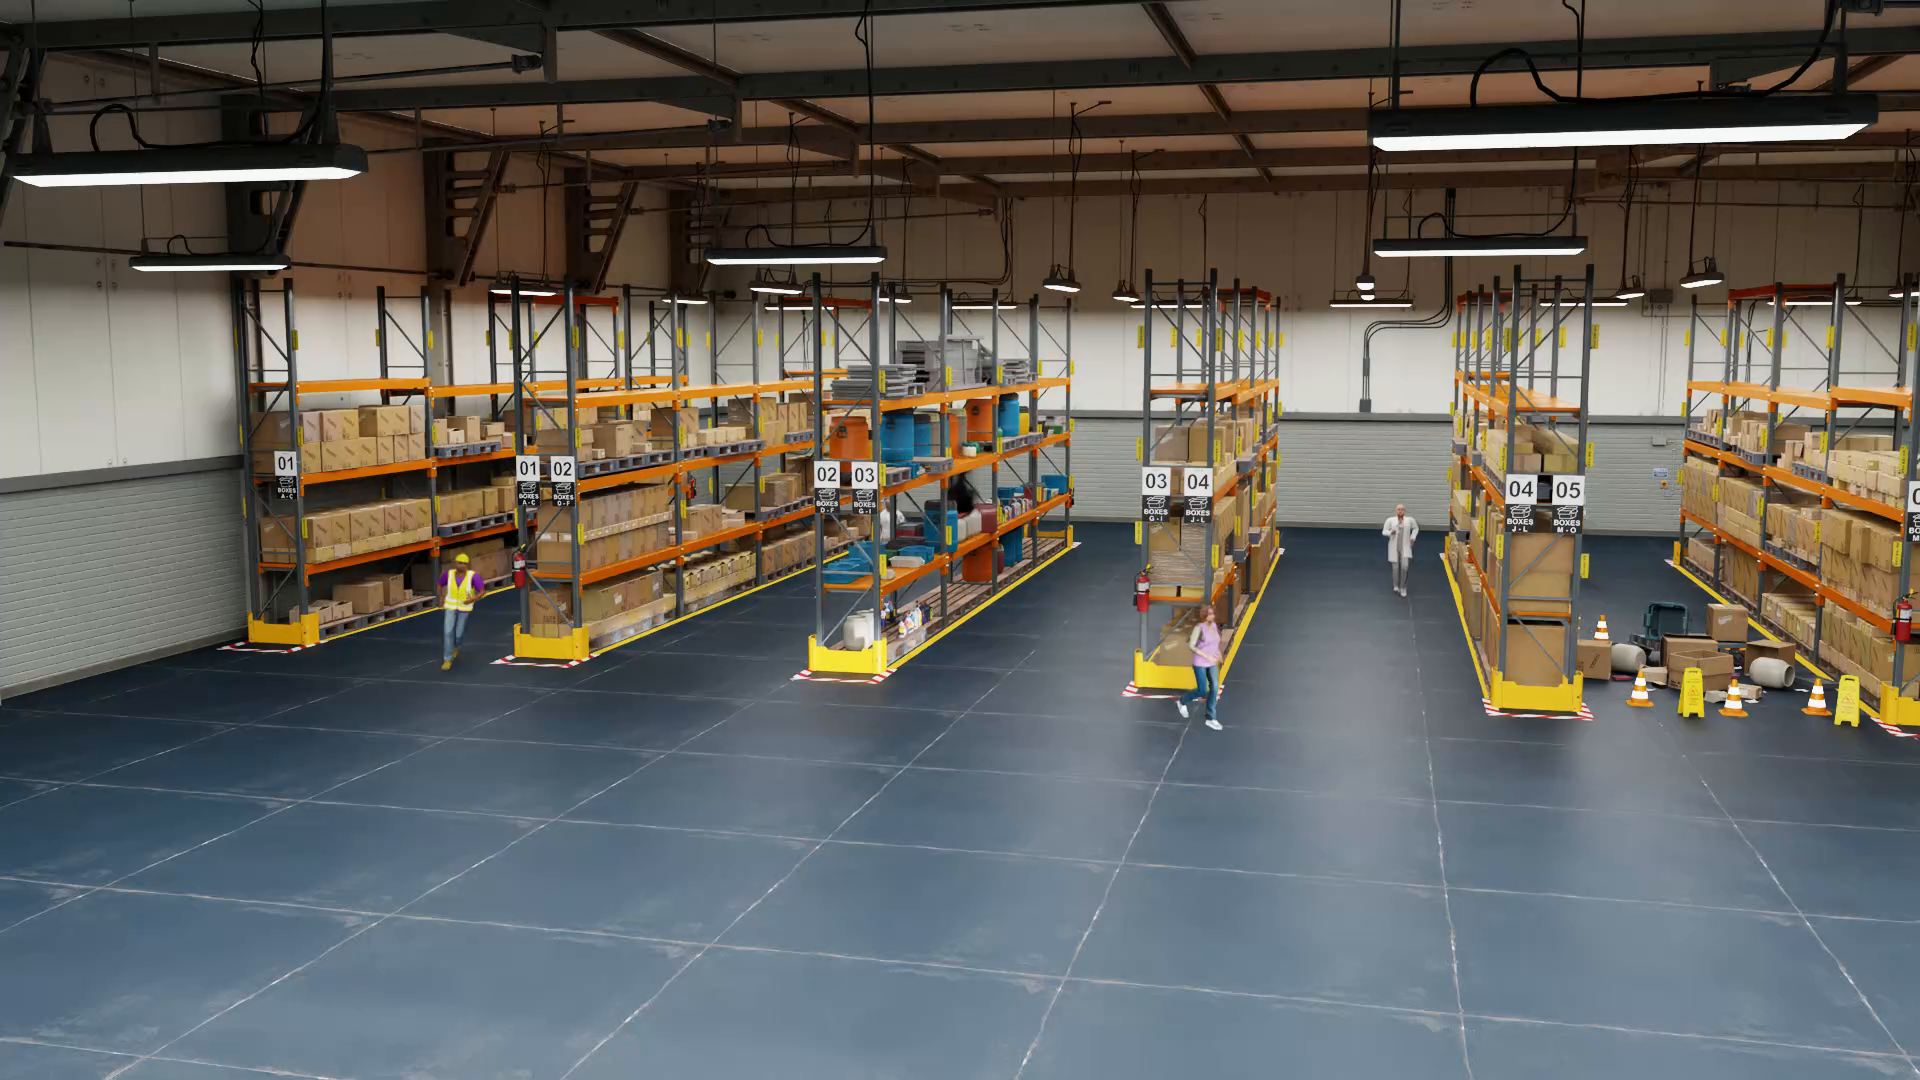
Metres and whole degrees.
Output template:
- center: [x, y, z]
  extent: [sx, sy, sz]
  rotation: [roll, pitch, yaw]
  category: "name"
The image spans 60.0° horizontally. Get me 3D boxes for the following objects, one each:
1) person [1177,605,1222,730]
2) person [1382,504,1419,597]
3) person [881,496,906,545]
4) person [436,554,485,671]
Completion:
- center: [3.164, 1.633, 21.671]
  extent: [0.565, 1.600, 0.722]
  rotation: [-5, 9, -38]
  category: "person"
- center: [8.653, 0.211, 32.711]
  extent: [0.688, 1.834, 0.785]
  rotation: [2, 7, 16]
  category: "person"
- center: [-1.375, 0.008, 32.492]
  extent: [0.560, 1.744, 0.603]
  rotation: [1, 7, 11]
  category: "person"
- center: [-7.711, 1.069, 25.704]
  extent: [0.733, 1.744, 0.912]
  rotation: [-2, 7, -13]
  category: "person"
